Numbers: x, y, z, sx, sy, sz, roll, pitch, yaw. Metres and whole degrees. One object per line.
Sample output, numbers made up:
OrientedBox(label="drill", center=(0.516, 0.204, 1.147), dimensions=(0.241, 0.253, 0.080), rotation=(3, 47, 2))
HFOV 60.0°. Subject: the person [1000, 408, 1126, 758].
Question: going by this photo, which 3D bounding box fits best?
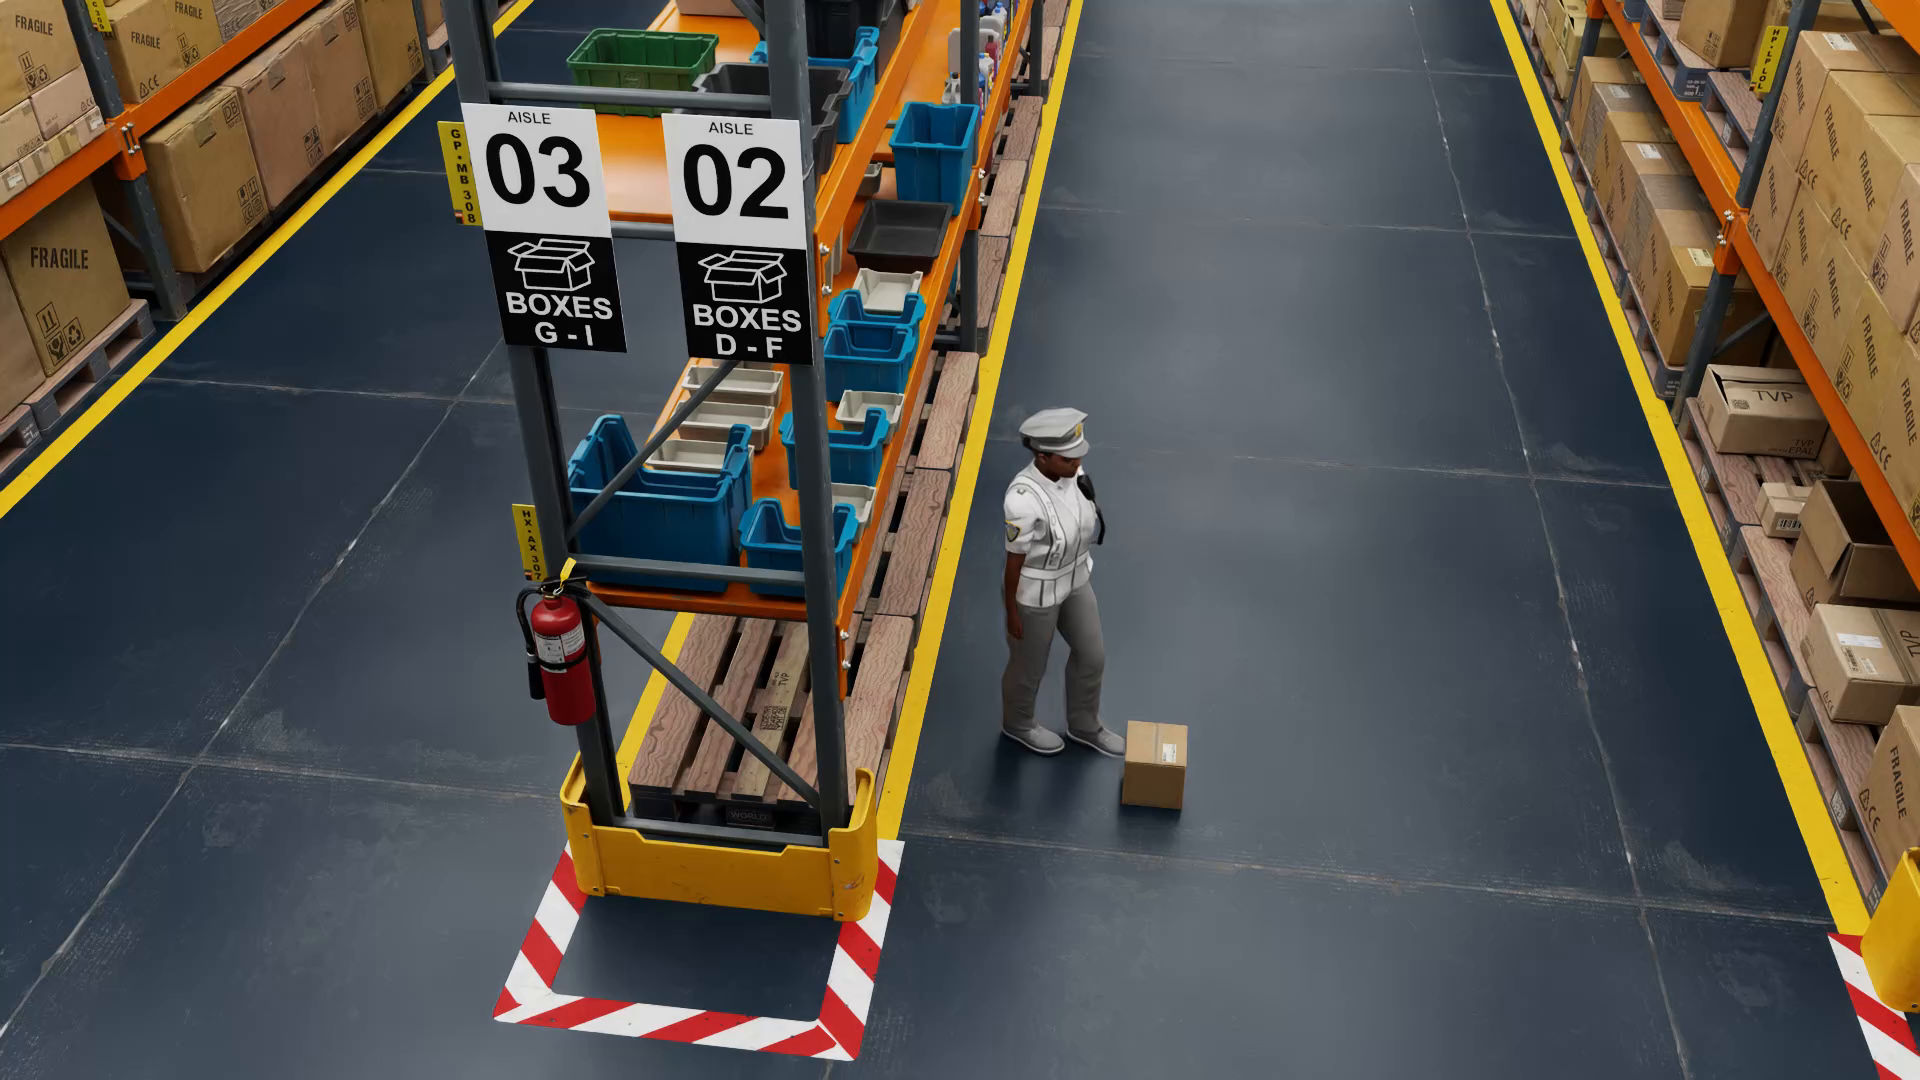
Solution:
OrientedBox(label="person", center=(0.426, 0.235, 6.726), dimensions=(0.516, 1.691, 0.455), rotation=(26, 44, 31))
